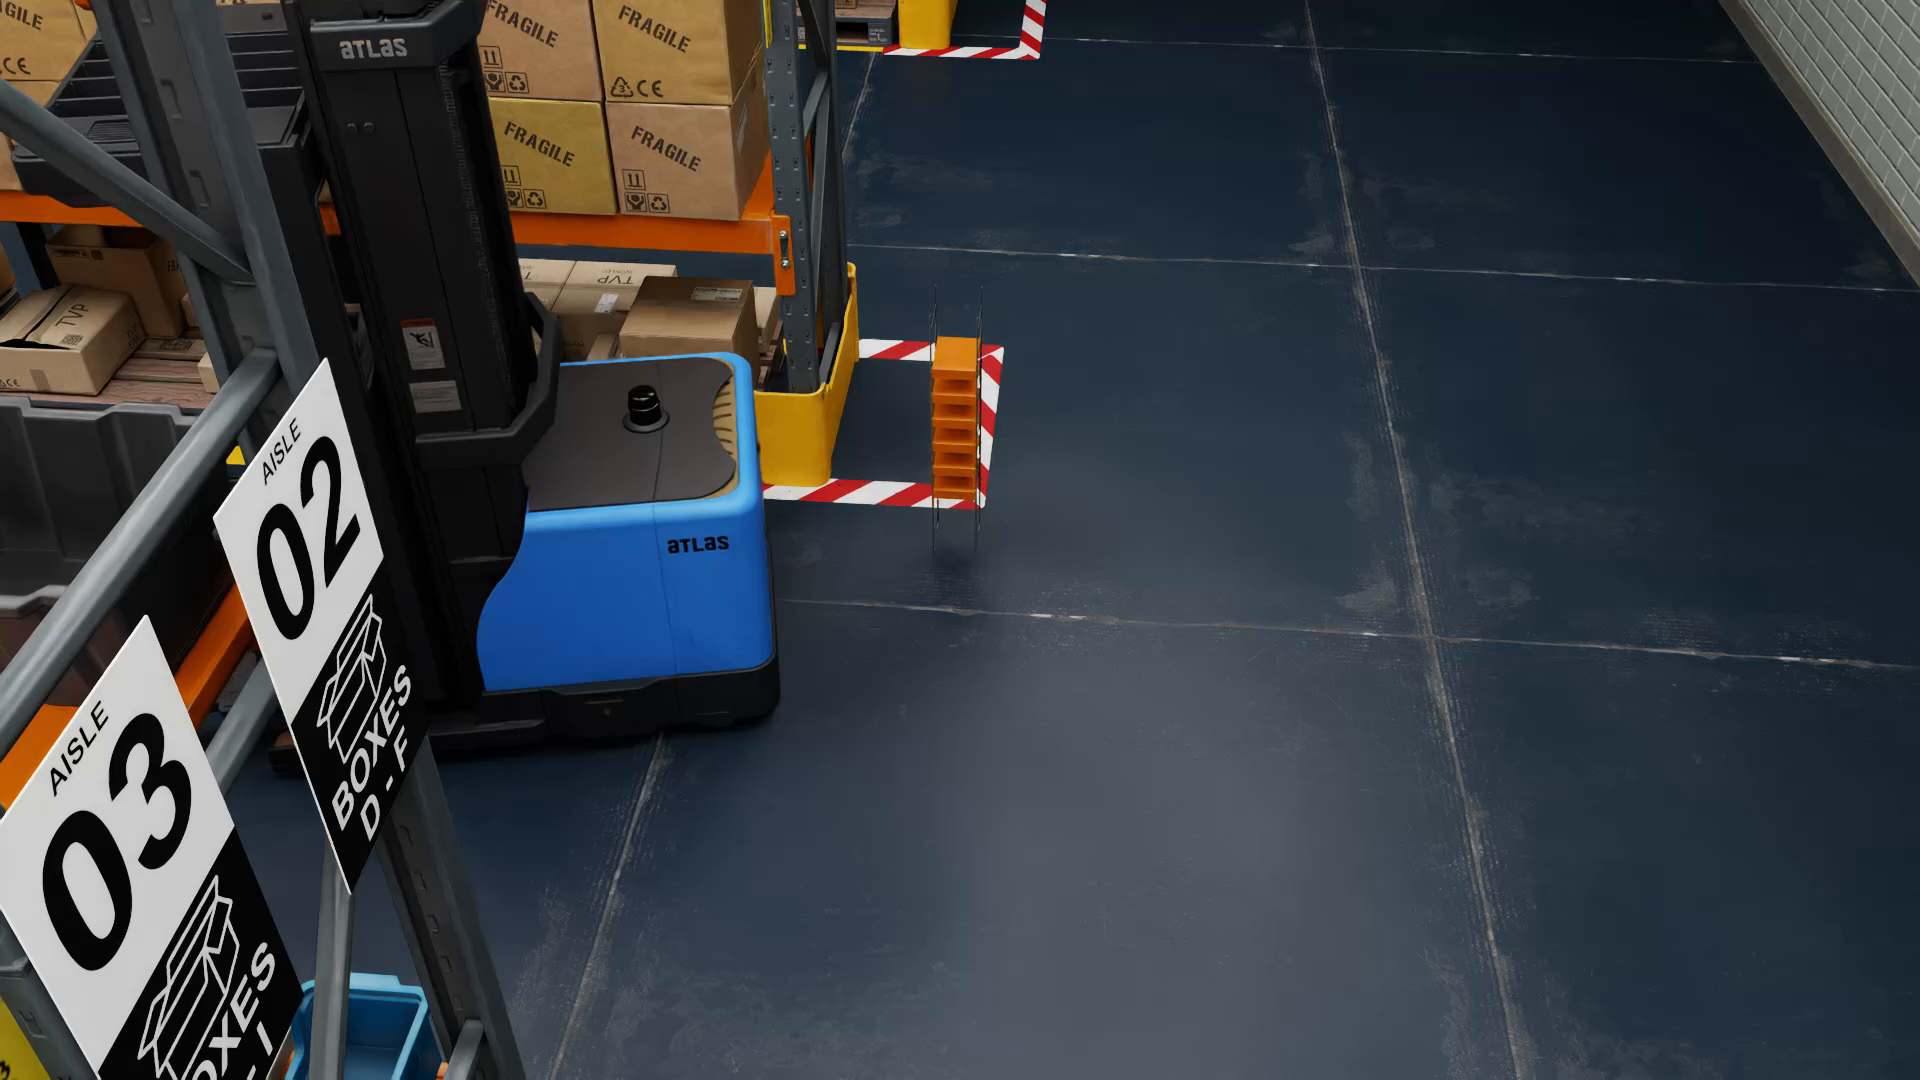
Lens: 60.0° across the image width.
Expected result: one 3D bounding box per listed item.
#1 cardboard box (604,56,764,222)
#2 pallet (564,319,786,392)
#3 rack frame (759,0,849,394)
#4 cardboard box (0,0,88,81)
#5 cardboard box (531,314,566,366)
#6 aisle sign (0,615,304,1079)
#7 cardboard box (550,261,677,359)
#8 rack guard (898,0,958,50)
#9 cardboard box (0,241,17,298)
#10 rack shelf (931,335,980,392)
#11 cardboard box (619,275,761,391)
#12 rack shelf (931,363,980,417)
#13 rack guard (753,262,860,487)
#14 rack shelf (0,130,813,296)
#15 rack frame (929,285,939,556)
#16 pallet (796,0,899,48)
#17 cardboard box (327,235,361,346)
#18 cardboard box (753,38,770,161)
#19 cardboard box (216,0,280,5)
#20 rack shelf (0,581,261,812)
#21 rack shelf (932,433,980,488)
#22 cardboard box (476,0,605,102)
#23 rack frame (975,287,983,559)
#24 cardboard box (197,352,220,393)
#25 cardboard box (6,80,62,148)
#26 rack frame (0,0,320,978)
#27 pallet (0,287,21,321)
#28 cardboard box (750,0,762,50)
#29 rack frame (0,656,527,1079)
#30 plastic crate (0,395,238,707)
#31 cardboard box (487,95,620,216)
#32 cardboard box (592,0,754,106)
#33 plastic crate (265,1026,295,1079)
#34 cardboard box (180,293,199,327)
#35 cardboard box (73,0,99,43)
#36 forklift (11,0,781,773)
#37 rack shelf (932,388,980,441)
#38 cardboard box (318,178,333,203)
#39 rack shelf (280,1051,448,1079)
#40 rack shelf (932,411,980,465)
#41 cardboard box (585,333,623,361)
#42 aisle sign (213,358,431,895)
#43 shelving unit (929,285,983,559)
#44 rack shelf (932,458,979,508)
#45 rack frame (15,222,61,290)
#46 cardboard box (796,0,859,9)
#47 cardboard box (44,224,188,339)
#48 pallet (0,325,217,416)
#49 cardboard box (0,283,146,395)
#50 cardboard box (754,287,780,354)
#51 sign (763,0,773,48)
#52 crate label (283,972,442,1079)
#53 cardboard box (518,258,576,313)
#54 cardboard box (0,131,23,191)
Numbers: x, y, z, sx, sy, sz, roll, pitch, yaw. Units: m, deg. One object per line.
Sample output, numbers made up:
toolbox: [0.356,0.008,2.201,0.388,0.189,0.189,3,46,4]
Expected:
cardboard box: [-1.118,-1.664,6.839,0.500,0.500,0.500,4,39,5]
pallet: [-1.518,-0.738,7.989,1.213,0.211,1.003,3,39,4]
rack frame: [-0.648,-1.772,7.051,0.127,3.000,1.000,3,39,4]
cardboard box: [-3.674,-2.186,6.688,0.500,0.500,0.500,2,39,2]
cardboard box: [-2.155,-0.822,7.713,0.500,0.250,0.500,3,39,4]
aisle sign: [-1.033,0.523,2.172,0.004,0.787,0.394,3,39,4]
cardboard box: [-1.664,-1.112,8.069,0.500,0.250,0.500,3,39,4]
rack guard: [-0.201,-3.917,11.666,0.348,0.500,1.175,3,39,4]
cardboard box: [-5.094,-1.371,8.190,0.500,0.500,0.500,1,39,2]
rack shelf: [-0.014,-0.711,6.673,0.180,0.103,0.258,3,39,4]
cardboard box: [-1.211,-0.848,7.547,0.500,0.500,0.500,3,39,4]
rack shelf: [-0.014,-0.618,6.749,0.180,0.103,0.258,3,39,4]
rack guard: [-0.724,-0.807,7.845,0.348,0.500,1.175,3,39,4]
rack shelf: [-2.641,-1.602,7.412,4.000,0.370,1.077,3,39,4]
rack frame: [-0.106,-0.471,6.878,0.006,1.200,0.240,3,39,4]
pallet: [-1.028,-3.801,11.752,1.213,0.211,1.003,3,39,4]
cardboard box: [-2.761,-1.093,7.846,0.637,0.503,0.797,3,39,4]
cardboard box: [-1.068,-2.001,7.253,0.500,0.500,0.500,4,39,5]
cardboard box: [-2.648,-2.130,6.620,0.500,0.500,0.500,4,39,5]
rack shelf: [-3.072,0.350,2.638,4.000,0.370,1.077,3,39,4]
rack shelf: [-0.014,-0.339,6.976,0.180,0.103,0.258,3,39,4]
cardboard box: [-1.619,-2.077,6.554,0.500,0.500,0.500,4,39,5]
rack frame: [0.077,-0.461,6.866,0.006,1.200,0.240,3,39,4]
cardboard box: [-3.371,-0.862,7.829,0.250,0.166,0.380,3,39,4]
cardboard box: [-3.639,-1.804,7.011,0.500,0.500,0.500,4,39,5]
rack frame: [-1.079,-0.984,1.330,0.127,3.000,1.000,3,39,4]
pallet: [-5.447,-0.929,8.224,1.213,0.211,1.003,3,39,4]
cardboard box: [-1.068,-2.389,6.937,0.500,0.500,0.500,4,39,5]
rack frame: [-1.079,1.343,3.224,0.127,3.000,1.000,3,39,4]
plastic crate: [-1.439,0.034,2.560,0.590,0.269,0.497,3,39,4]
cardboard box: [-1.635,-1.690,6.871,0.500,0.500,0.500,3,39,4]
cardboard box: [-1.116,-2.050,6.521,0.500,0.500,0.500,3,39,3]
plastic crate: [-1.609,1.132,3.645,0.298,0.136,0.250,3,39,4]
cardboard box: [-3.663,-1.220,8.282,0.250,0.149,0.380,3,39,4]
cardboard box: [-3.162,-2.158,6.654,0.500,0.500,0.500,2,39,3]
forklift: [-2.246,-0.625,5.696,3.031,2.935,1.130,-5,39,-6]
rack shelf: [-0.014,-0.525,6.824,0.180,0.103,0.258,3,39,4]
cardboard box: [-2.634,-1.748,6.943,0.500,0.500,0.500,3,39,3]
rack shelf: [-3.072,1.513,3.585,4.000,0.370,1.077,3,39,4]
rack shelf: [-0.014,-0.432,6.900,0.180,0.103,0.258,3,39,4]
cardboard box: [-1.607,-0.797,7.749,0.250,0.166,0.380,3,39,4]
aisle sign: [-0.982,0.152,2.628,0.004,0.787,0.394,3,39,4]
shelving unit: [-0.014,-0.466,6.872,0.189,1.200,0.258,3,39,4]
rack shelf: [-0.014,-0.246,7.052,0.180,0.103,0.258,3,39,4]
rack frame: [-4.633,-1.990,7.319,0.127,3.000,1.000,3,39,4]
cardboard box: [-0.931,-4.057,11.505,0.500,0.500,0.700,3,39,4]
cardboard box: [-4.041,-1.339,8.150,0.500,0.500,0.500,3,39,4]
pallet: [-3.949,-0.870,8.152,1.213,0.211,1.003,3,39,4]
cardboard box: [-4.234,-0.959,7.833,0.500,0.311,0.500,3,39,4]
cardboard box: [-1.036,-1.076,8.106,0.250,0.149,0.380,3,39,4]
sign: [-0.716,-1.996,6.158,0.005,0.325,0.100,3,39,4]
crate label: [-1.297,1.164,3.529,0.303,0.233,0.416,3,39,4]
cardboard box: [-2.162,-1.139,8.103,0.500,0.250,0.500,3,39,4]
cardboard box: [-4.149,-1.830,7.043,0.500,0.500,0.500,4,39,5]
